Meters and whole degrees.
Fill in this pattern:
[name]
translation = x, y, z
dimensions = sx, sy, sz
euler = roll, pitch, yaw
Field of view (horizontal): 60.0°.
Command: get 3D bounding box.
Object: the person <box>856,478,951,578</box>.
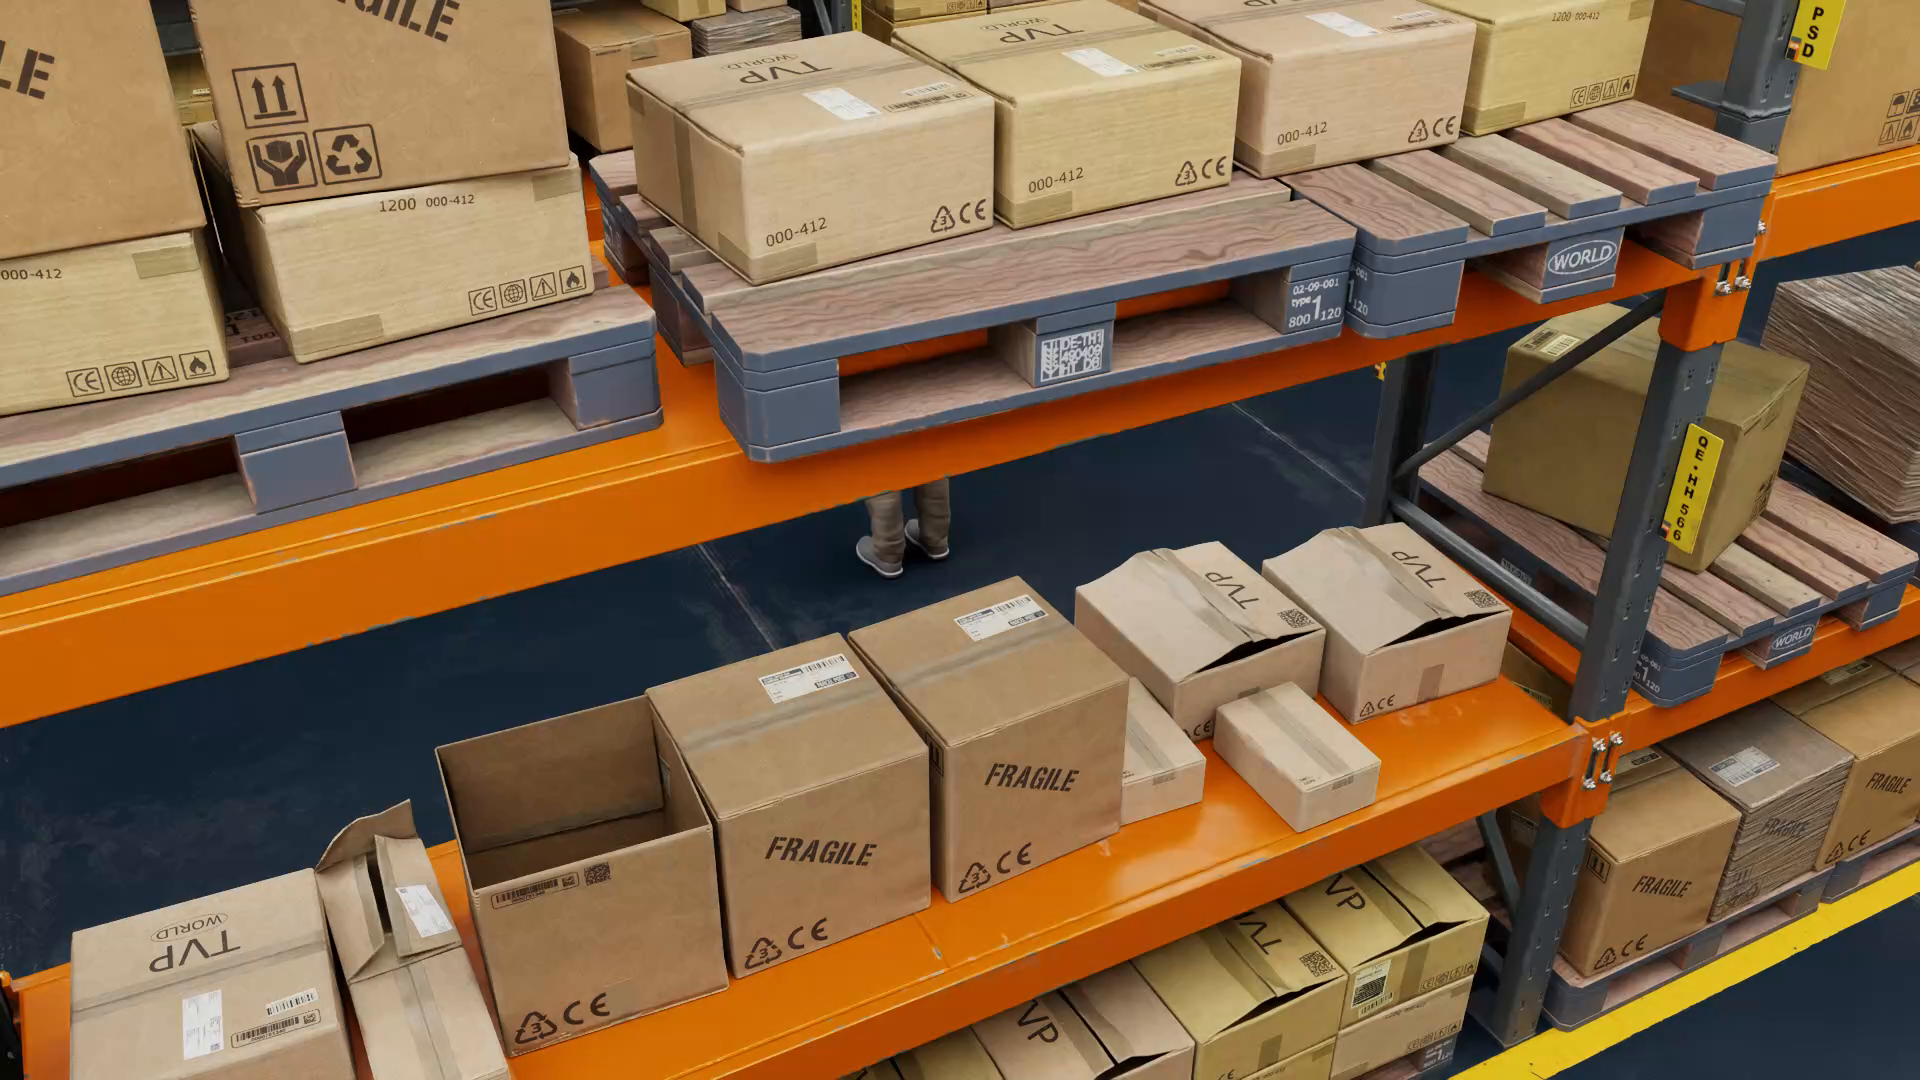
[person]
translation = -0.282, -0.668, 7.200
dimensions = 0.493, 1.712, 0.531
euler = -16, 36, -23
